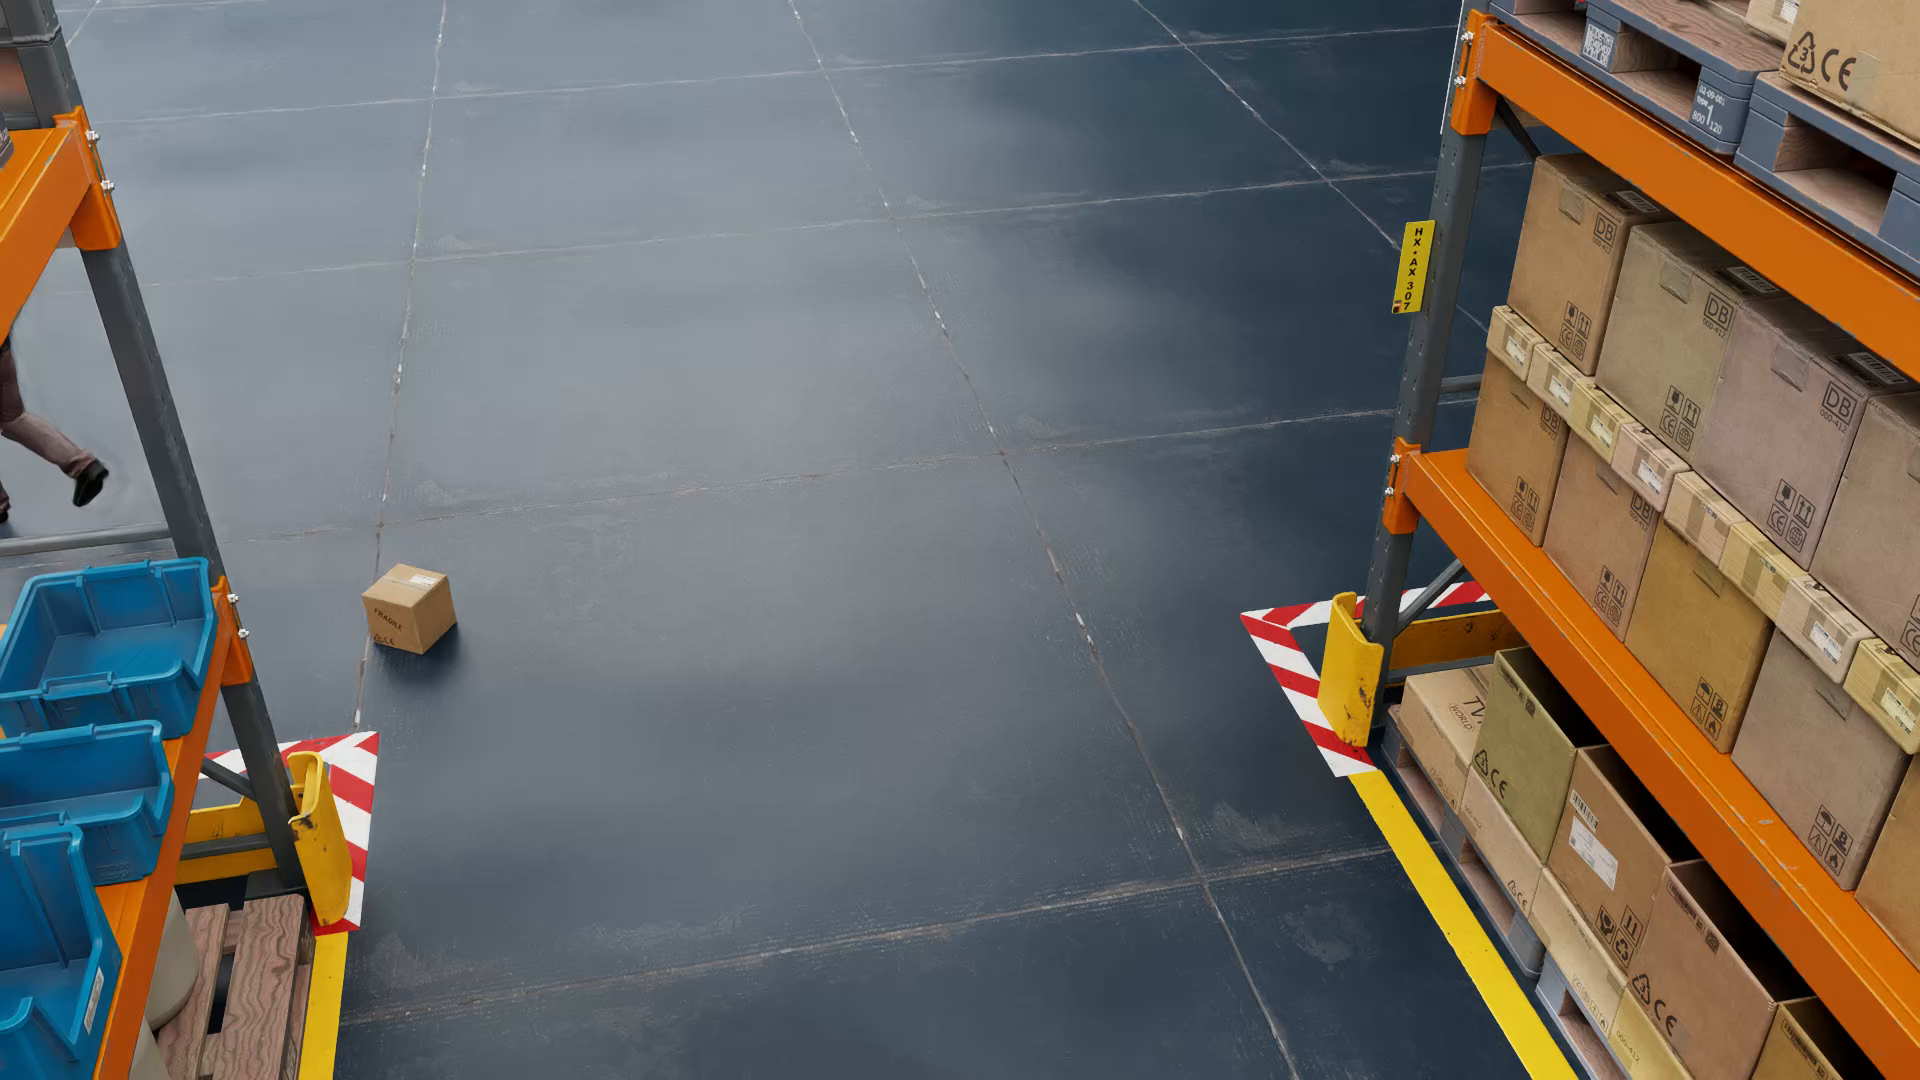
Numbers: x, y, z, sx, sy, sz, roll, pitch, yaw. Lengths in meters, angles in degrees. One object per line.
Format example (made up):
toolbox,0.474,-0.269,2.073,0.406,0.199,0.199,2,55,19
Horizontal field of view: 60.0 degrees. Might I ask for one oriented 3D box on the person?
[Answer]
person,-4.350,-0.791,7.326,0.812,1.692,0.545,10,35,15
